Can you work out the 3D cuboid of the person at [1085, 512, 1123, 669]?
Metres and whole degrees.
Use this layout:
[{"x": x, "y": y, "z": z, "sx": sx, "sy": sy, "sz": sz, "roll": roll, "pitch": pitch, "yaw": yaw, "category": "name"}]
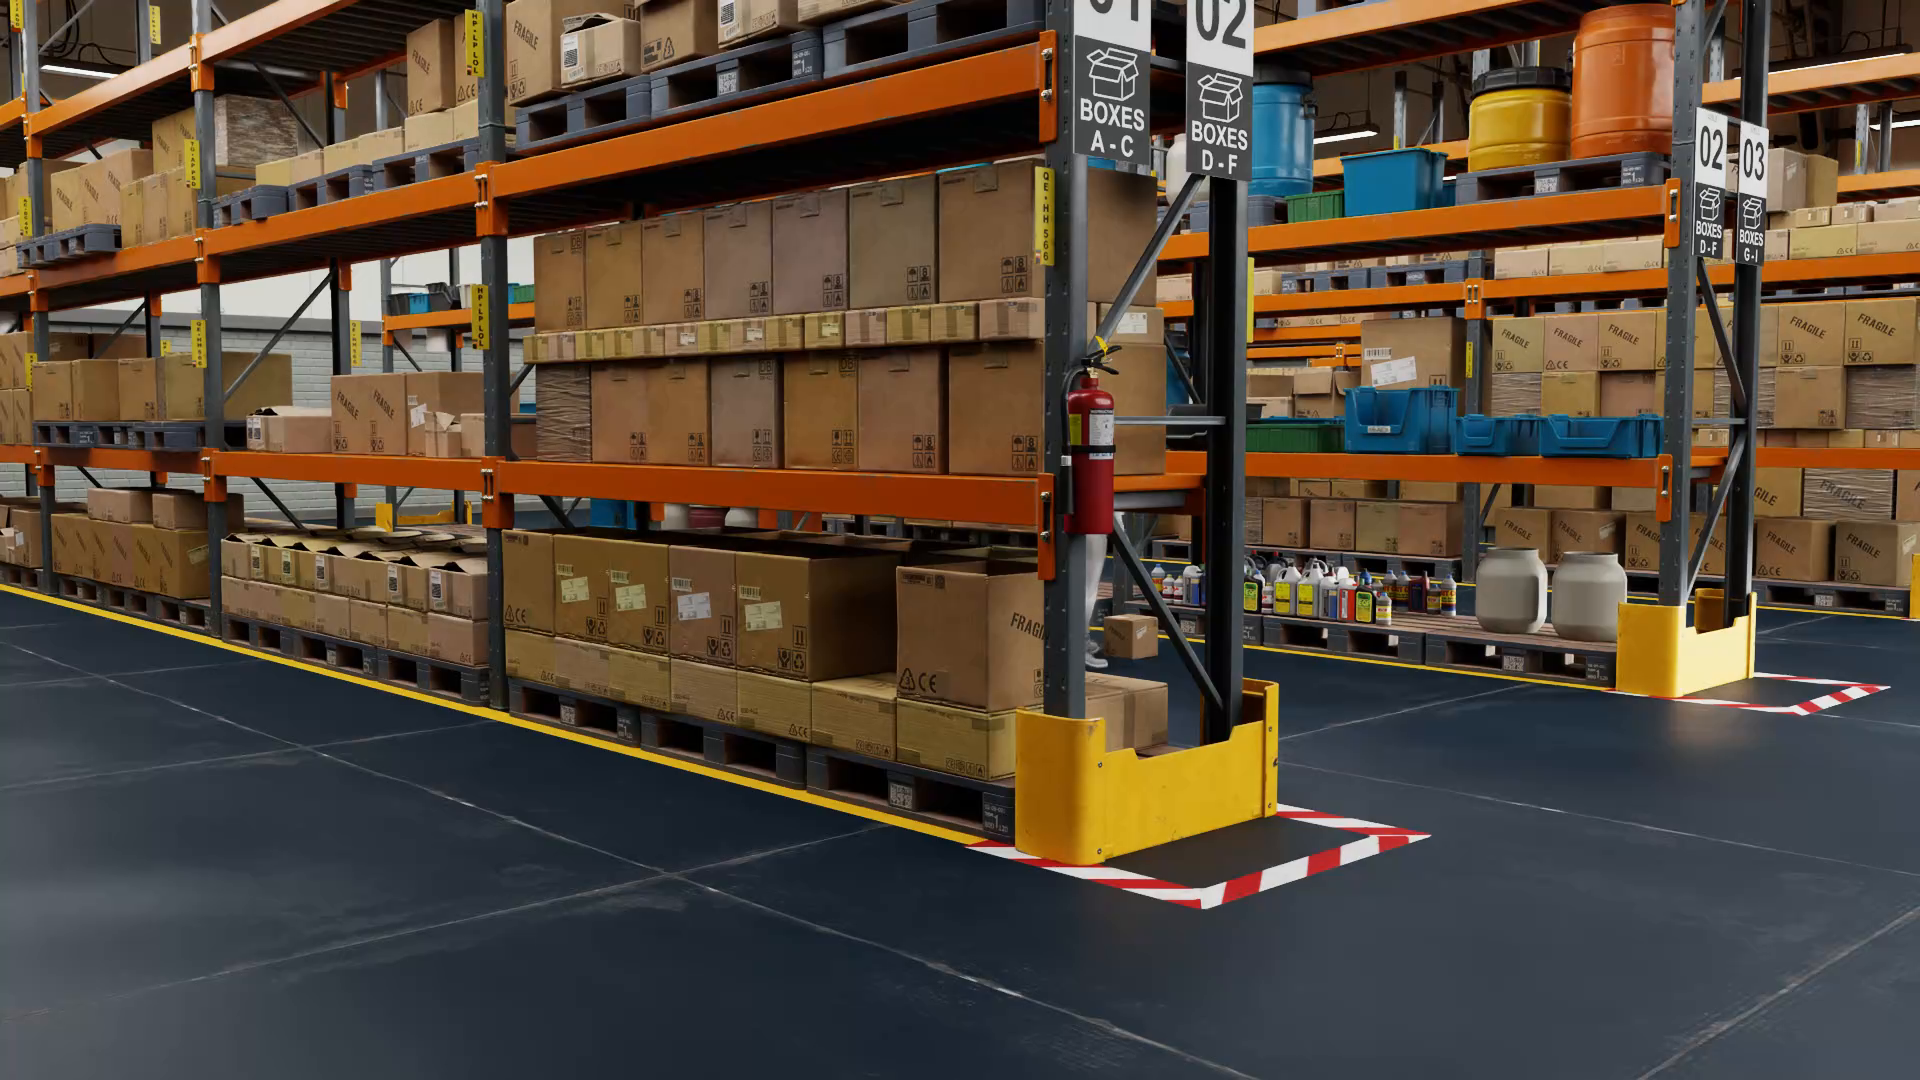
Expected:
[{"x": 0.792, "y": -0.054, "z": 10.358, "sx": 0.580, "sy": 1.644, "sz": 0.718, "roll": 4, "pitch": 6, "yaw": 45, "category": "person"}]
